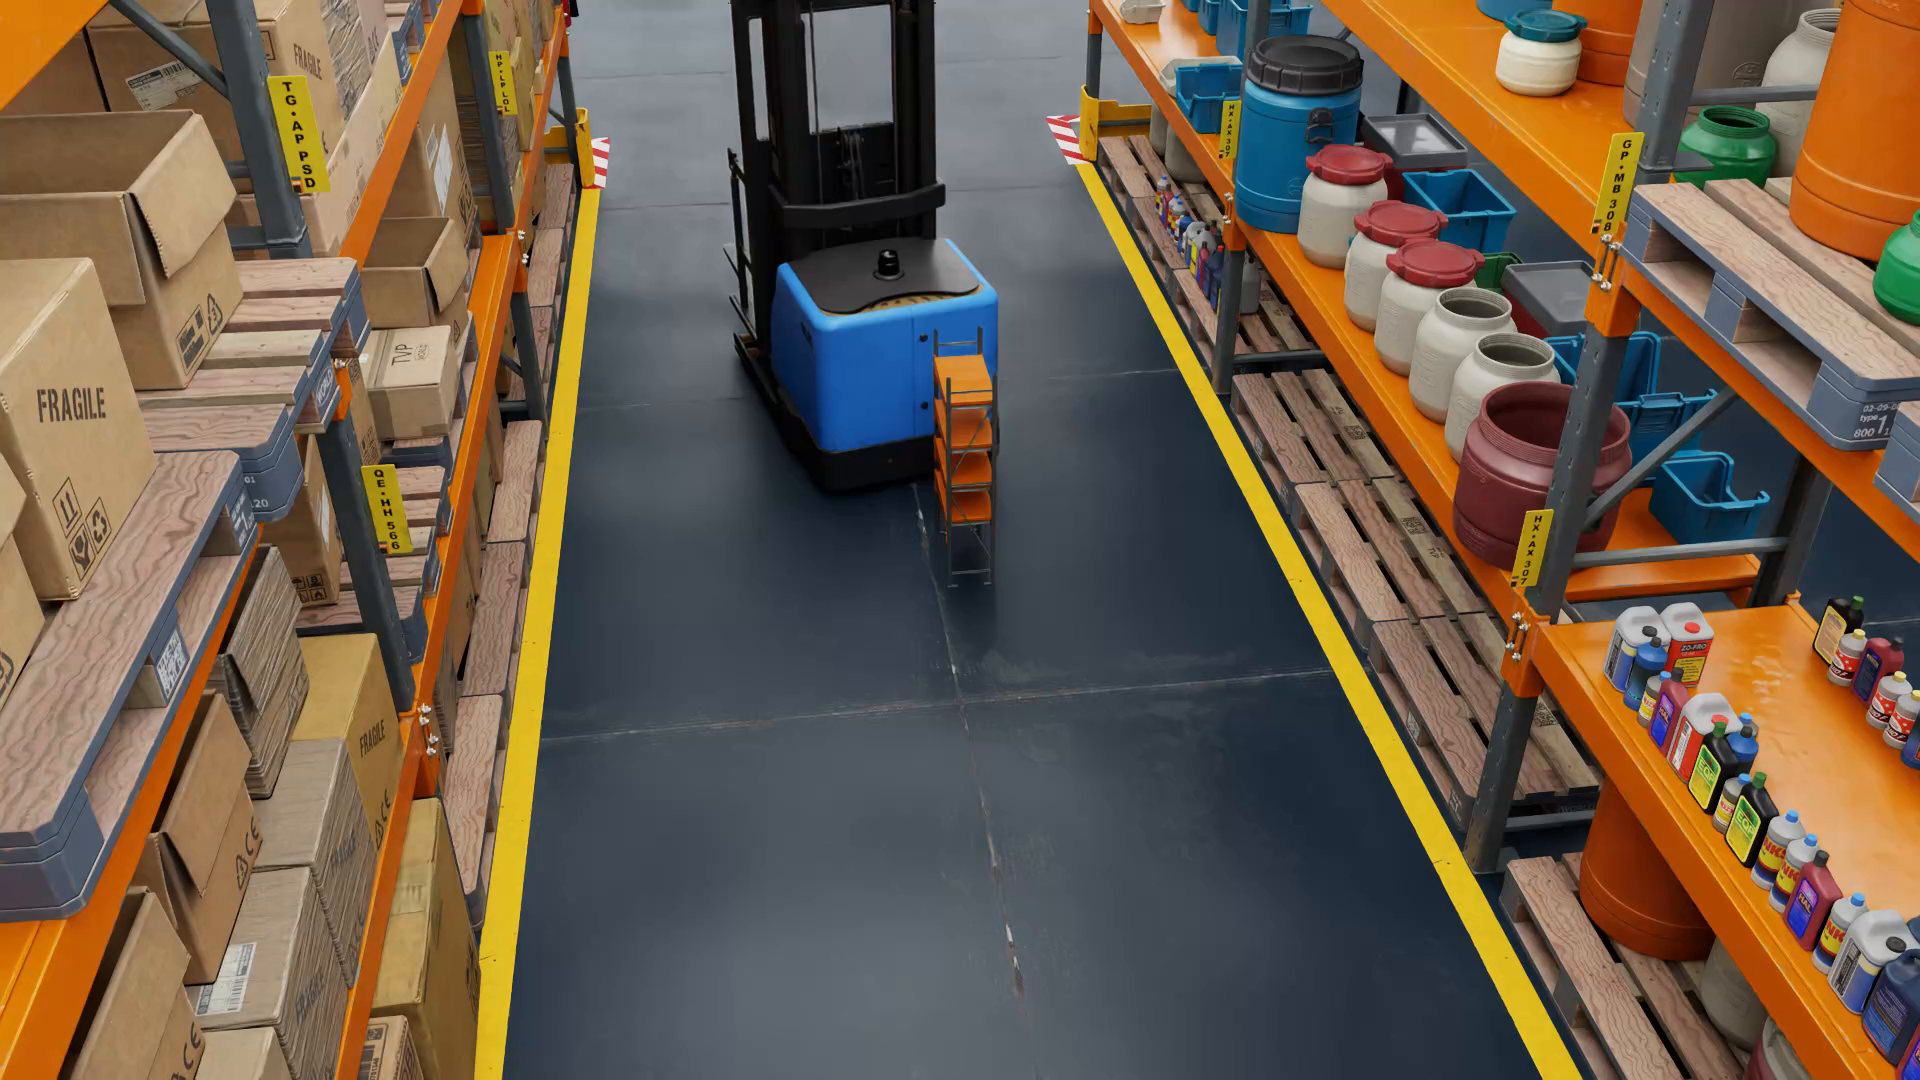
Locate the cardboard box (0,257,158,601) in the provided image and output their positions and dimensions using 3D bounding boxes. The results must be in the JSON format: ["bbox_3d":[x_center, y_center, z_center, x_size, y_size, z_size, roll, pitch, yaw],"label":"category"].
[{"bbox_3d":[-1.981,-0.216,3.278,0.500,0.500,0.500,-3,34,-4],"label":"cardboard box"}]

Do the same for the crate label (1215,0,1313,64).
[{"bbox_3d":[2.010,-3.419,11.072,0.502,0.435,0.616,-4,35,-6],"label":"crate label"}]

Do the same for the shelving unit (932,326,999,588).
[{"bbox_3d":[0.022,-0.403,8.277,0.258,1.200,0.503,-4,35,-6],"label":"shelving unit"}]

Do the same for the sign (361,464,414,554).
[{"bbox_3d":[-1.788,-0.094,5.196,0.100,0.325,0.005,-4,35,-6],"label":"sign"}]

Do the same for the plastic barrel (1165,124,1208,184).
[{"bbox_3d":[1.726,-2.915,12.200,0.421,0.512,0.421,0,34,0],"label":"plastic barrel"}]

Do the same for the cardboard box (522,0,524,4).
[{"bbox_3d":[-2.898,-3.487,9.963,0.500,0.500,0.500,-4,35,-6],"label":"cardboard box"}]

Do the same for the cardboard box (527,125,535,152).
[{"bbox_3d":[-2.724,-2.402,9.834,0.380,0.149,0.250,-4,35,-6],"label":"cardboard box"}]

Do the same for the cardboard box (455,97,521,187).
[{"bbox_3d":[-2.875,-2.224,8.996,0.875,0.500,0.500,-4,35,-6],"label":"cardboard box"}]

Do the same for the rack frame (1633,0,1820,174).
[{"bbox_3d":[2.570,-2.426,4.319,1.000,3.000,0.127,-4,35,-6],"label":"rack frame"}]

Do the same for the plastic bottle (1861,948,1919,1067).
[{"bbox_3d":[2.512,1.203,4.365,0.144,0.351,0.185,-4,35,-6],"label":"plastic bottle"}]

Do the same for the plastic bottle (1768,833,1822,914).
[{"bbox_3d":[2.421,0.955,4.799,0.097,0.271,0.097,0,34,0],"label":"plastic bottle"}]

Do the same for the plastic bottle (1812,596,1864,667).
[{"bbox_3d":[3.047,0.295,5.757,0.061,0.283,0.133,-4,35,-6],"label":"plastic bottle"}]

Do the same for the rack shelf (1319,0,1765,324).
[{"bbox_3d":[2.301,-2.005,7.004,1.077,0.370,4.000,-4,35,-6],"label":"rack shelf"}]

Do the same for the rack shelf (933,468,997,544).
[{"bbox_3d":[0.022,-0.184,8.426,0.258,0.148,0.480,-4,35,-6],"label":"rack shelf"}]

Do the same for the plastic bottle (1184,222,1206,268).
[{"bbox_3d":[1.573,-1.951,10.977,0.152,0.276,0.135,-4,34,-6],"label":"plastic bottle"}]

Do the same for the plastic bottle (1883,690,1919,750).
[{"bbox_3d":[3.089,0.578,5.415,0.097,0.201,0.097,0,34,0],"label":"plastic bottle"}]

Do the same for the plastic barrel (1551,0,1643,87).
[{"bbox_3d":[2.587,-2.203,6.274,0.600,0.830,0.708,-4,35,-6],"label":"plastic barrel"}]

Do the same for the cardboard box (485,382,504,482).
[{"bbox_3d":[-2.815,-0.608,8.808,0.700,0.500,0.500,-7,35,-10],"label":"cardboard box"}]

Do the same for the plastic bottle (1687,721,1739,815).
[{"bbox_3d":[2.343,0.704,5.157,0.061,0.283,0.133,-4,35,-6],"label":"plastic bottle"}]

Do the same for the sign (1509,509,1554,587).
[{"bbox_3d":[2.026,0.032,5.895,0.100,0.325,0.005,-4,35,-6],"label":"sign"}]

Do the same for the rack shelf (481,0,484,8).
[{"bbox_3d":[-3.145,-3.862,9.728,1.077,0.370,4.000,-4,35,-6],"label":"rack shelf"}]

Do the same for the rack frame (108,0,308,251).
[{"bbox_3d":[-2.338,-2.050,3.768,1.000,3.000,0.127,-4,35,-6],"label":"rack frame"}]

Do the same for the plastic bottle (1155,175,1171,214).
[{"bbox_3d":[1.429,-2.430,11.684,0.097,0.271,0.097,0,34,0],"label":"plastic bottle"}]

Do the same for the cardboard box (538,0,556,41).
[{"bbox_3d":[-3.181,-3.621,11.047,0.875,0.500,0.500,-4,35,-6],"label":"cardboard box"}]

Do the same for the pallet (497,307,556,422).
[{"bbox_3d":[-3.001,-1.023,10.064,1.003,0.211,1.213,-4,35,-6],"label":"pallet"}]

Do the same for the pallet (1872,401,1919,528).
[{"bbox_3d":[2.750,0.061,3.500,1.003,0.211,1.213,-4,35,-6],"label":"pallet"}]

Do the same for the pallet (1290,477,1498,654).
[{"bbox_3d":[2.343,0.091,8.429,1.003,0.211,1.213,-4,35,-6],"label":"pallet"}]

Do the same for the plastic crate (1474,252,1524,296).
[{"bbox_3d":[2.546,-1.141,7.948,0.450,0.188,0.662,-4,35,-6],"label":"plastic crate"}]

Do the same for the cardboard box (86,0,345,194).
[{"bbox_3d":[-2.146,-1.341,4.857,0.500,0.500,0.500,-4,34,-6],"label":"cardboard box"}]

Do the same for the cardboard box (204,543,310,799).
[{"bbox_3d":[-2.256,0.382,4.546,0.797,0.503,0.637,-3,34,-5],"label":"cardboard box"}]

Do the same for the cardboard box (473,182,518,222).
[{"bbox_3d":[-2.607,-1.842,9.013,0.380,0.149,0.250,-4,35,-6],"label":"cardboard box"}]

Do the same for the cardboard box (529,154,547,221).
[{"bbox_3d":[-3.232,-2.496,11.595,0.500,0.500,0.500,4,35,6],"label":"cardboard box"}]

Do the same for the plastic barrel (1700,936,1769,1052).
[{"bbox_3d":[2.817,1.488,5.739,0.421,0.512,0.421,0,34,0],"label":"plastic barrel"}]

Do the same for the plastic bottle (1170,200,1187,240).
[{"bbox_3d":[1.489,-2.183,11.321,0.097,0.271,0.097,0,34,0],"label":"plastic bottle"}]

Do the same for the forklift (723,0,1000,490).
[{"bbox_3d":[-0.766,-2.305,9.530,1.130,2.935,3.031,-12,36,-17],"label":"forklift"}]

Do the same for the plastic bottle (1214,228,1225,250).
[{"bbox_3d":[1.689,-1.885,10.874,0.061,0.283,0.133,-4,35,-6],"label":"plastic bottle"}]

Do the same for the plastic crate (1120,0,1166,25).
[{"bbox_3d":[1.296,-3.778,11.864,0.298,0.136,0.250,-4,35,-6],"label":"plastic crate"}]

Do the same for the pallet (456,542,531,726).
[{"bbox_3d":[-2.602,0.465,7.880,1.003,0.211,1.213,-4,35,-6],"label":"pallet"}]

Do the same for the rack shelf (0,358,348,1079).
[{"bbox_3d":[-2.069,0.602,3.178,1.077,0.370,4.000,-4,35,-6],"label":"rack shelf"}]

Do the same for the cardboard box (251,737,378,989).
[{"bbox_3d":[-1.965,0.923,4.644,0.500,0.500,0.500,-5,35,-7],"label":"cardboard box"}]

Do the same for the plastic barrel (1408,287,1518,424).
[{"bbox_3d":[2.163,-0.786,7.140,0.421,0.512,0.421,0,34,0],"label":"plastic barrel"}]

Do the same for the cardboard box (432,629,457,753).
[{"bbox_3d":[-2.535,0.599,7.037,0.700,0.500,0.500,-7,35,-10],"label":"cardboard box"}]

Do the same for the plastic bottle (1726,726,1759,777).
[{"bbox_3d":[2.419,0.693,5.184,0.097,0.271,0.097,0,34,0],"label":"plastic bottle"}]

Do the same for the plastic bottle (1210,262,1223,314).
[{"bbox_3d":[1.660,-1.603,10.401,0.144,0.351,0.185,-5,35,-8],"label":"plastic bottle"}]

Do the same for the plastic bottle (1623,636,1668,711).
[{"bbox_3d":[2.296,0.439,5.556,0.097,0.271,0.097,0,34,0],"label":"plastic bottle"}]

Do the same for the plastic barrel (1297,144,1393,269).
[{"bbox_3d":[1.943,-1.684,8.437,0.433,0.535,0.433,0,34,0],"label":"plastic barrel"}]

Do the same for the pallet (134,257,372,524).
[{"bbox_3d":[-2.199,-0.378,4.145,1.213,0.211,1.003,-3,34,-4],"label":"pallet"}]

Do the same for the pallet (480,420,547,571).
[{"bbox_3d":[-2.770,-0.217,8.881,1.003,0.211,1.213,-4,35,-6],"label":"pallet"}]

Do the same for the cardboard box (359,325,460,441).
[{"bbox_3d":[-2.335,-0.636,6.779,0.500,0.250,0.500,-5,35,-8],"label":"cardboard box"}]
